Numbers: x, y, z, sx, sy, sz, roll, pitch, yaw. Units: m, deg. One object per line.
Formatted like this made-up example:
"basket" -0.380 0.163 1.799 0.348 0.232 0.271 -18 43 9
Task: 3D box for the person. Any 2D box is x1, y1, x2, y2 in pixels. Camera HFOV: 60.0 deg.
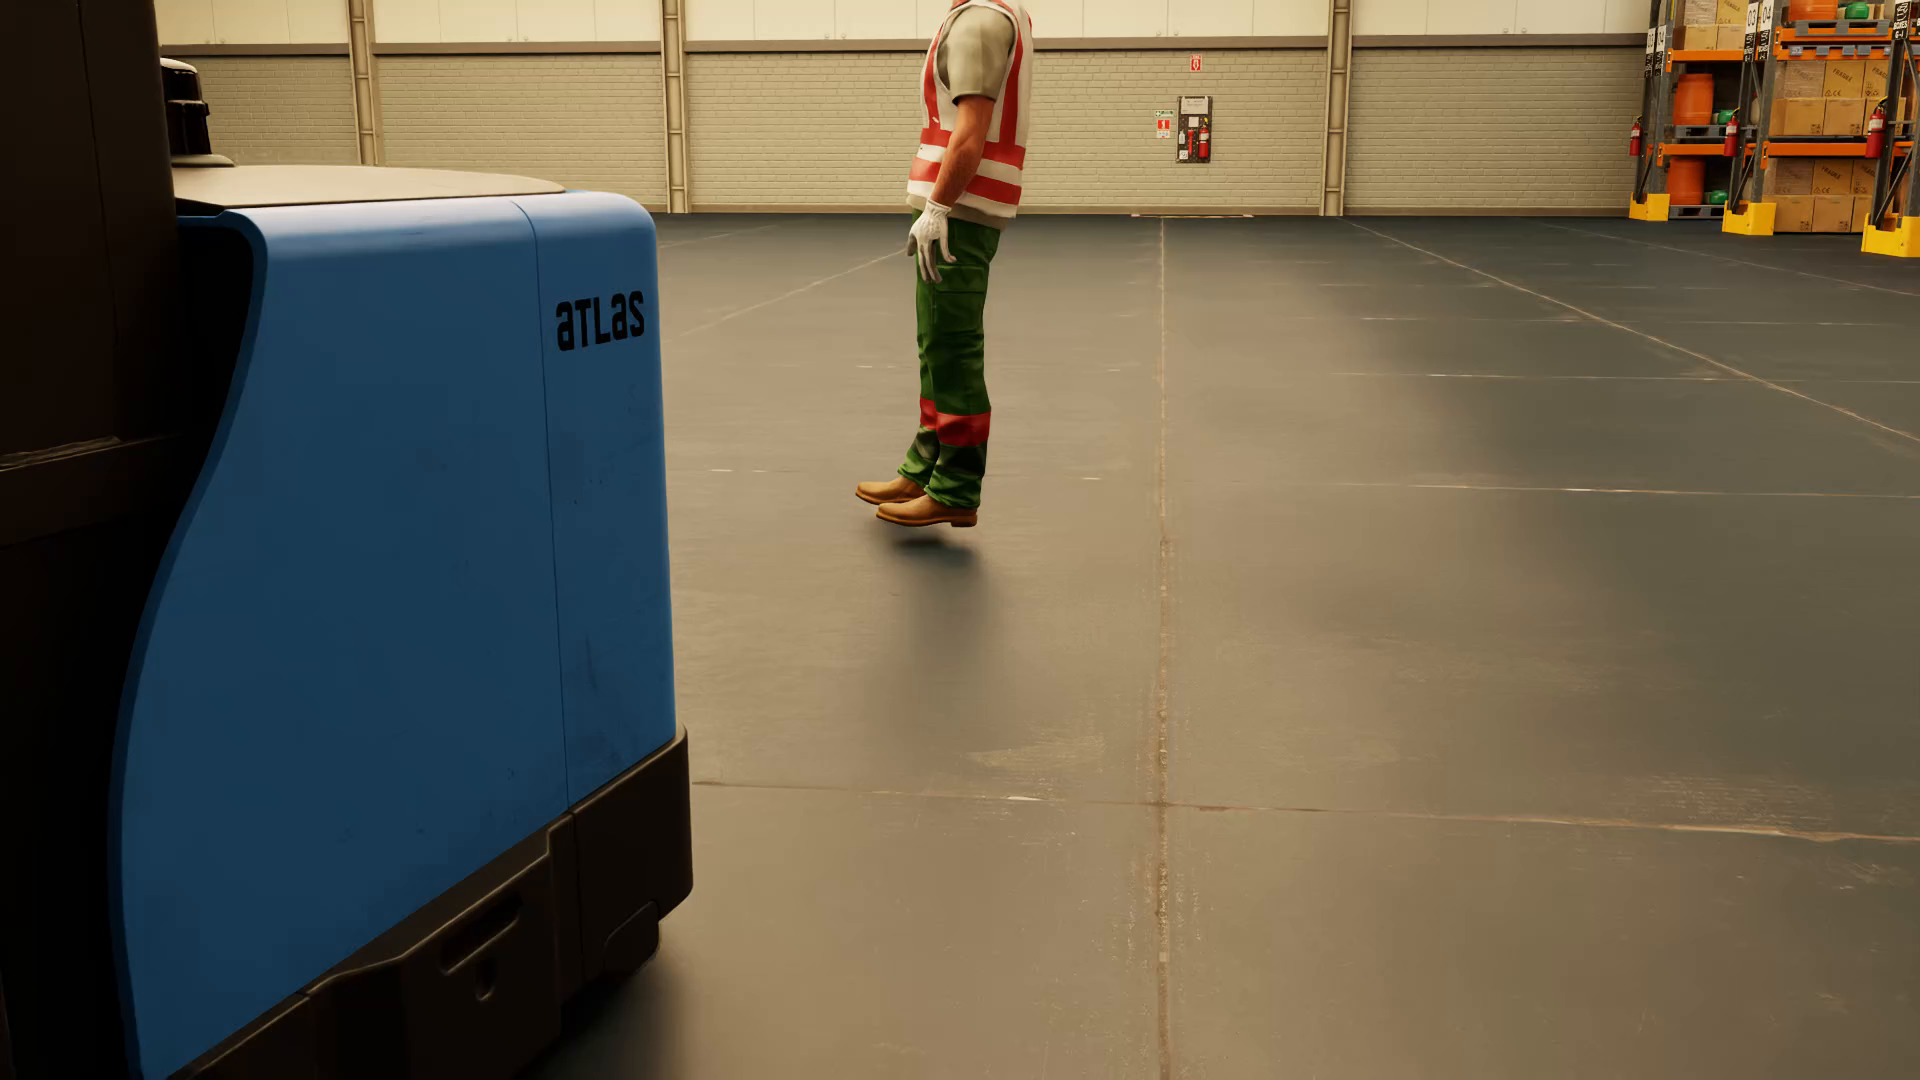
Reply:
"person" -0.079 -0.921 4.752 0.561 1.789 0.638 2 13 7

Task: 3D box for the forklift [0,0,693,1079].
"forklift" -1.356 -0.573 0.960 1.130 2.935 3.031 5 14 19
